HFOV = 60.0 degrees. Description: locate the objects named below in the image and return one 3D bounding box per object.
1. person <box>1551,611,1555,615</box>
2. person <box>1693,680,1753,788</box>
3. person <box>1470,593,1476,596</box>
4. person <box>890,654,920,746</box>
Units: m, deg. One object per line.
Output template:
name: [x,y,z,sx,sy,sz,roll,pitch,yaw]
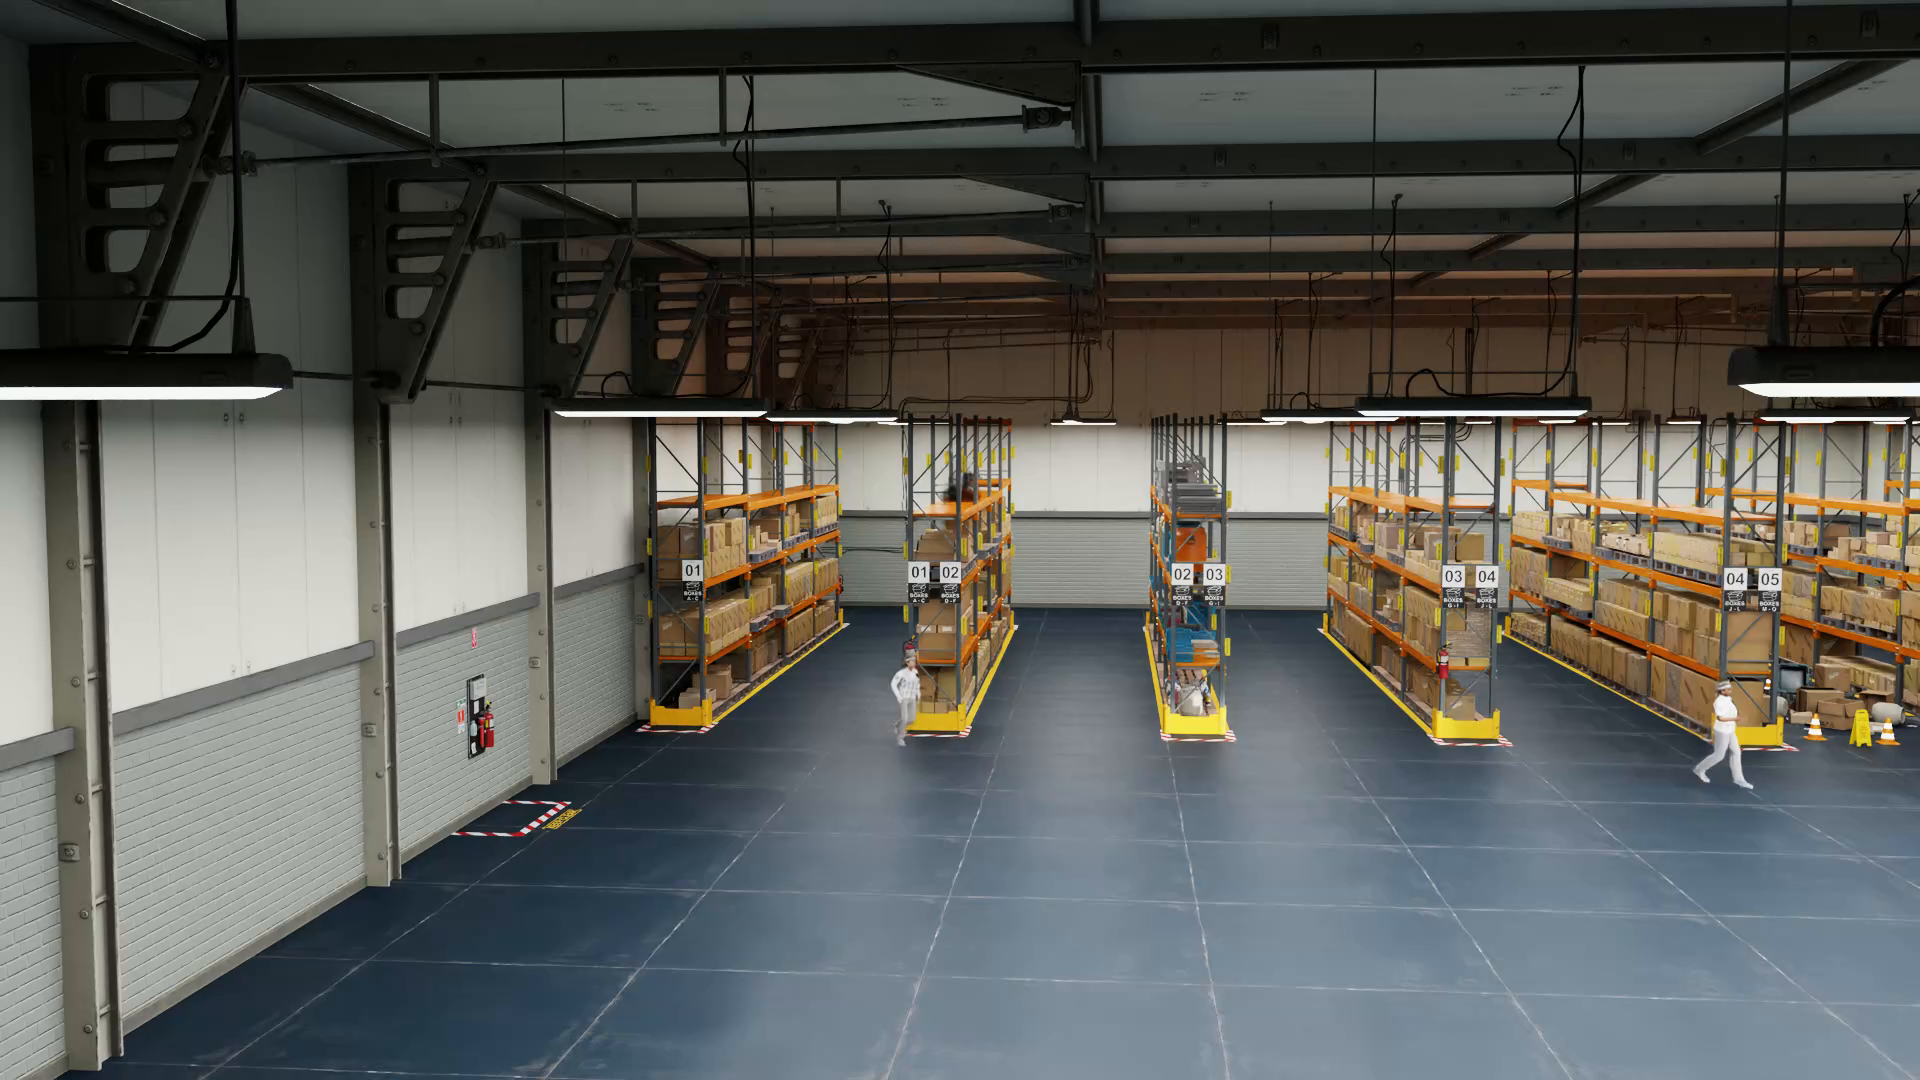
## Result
person: [16.814,1.734,47.135,0.717,1.625,0.999,-2,4,-30]
person: [12.167,3.067,26.480,0.876,1.699,0.581,3,5,40]
person: [13.888,1.834,45.574,0.692,1.675,0.652,2,5,32]
person: [-0.986,2.892,30.281,0.659,1.656,0.538,-3,5,-36]
